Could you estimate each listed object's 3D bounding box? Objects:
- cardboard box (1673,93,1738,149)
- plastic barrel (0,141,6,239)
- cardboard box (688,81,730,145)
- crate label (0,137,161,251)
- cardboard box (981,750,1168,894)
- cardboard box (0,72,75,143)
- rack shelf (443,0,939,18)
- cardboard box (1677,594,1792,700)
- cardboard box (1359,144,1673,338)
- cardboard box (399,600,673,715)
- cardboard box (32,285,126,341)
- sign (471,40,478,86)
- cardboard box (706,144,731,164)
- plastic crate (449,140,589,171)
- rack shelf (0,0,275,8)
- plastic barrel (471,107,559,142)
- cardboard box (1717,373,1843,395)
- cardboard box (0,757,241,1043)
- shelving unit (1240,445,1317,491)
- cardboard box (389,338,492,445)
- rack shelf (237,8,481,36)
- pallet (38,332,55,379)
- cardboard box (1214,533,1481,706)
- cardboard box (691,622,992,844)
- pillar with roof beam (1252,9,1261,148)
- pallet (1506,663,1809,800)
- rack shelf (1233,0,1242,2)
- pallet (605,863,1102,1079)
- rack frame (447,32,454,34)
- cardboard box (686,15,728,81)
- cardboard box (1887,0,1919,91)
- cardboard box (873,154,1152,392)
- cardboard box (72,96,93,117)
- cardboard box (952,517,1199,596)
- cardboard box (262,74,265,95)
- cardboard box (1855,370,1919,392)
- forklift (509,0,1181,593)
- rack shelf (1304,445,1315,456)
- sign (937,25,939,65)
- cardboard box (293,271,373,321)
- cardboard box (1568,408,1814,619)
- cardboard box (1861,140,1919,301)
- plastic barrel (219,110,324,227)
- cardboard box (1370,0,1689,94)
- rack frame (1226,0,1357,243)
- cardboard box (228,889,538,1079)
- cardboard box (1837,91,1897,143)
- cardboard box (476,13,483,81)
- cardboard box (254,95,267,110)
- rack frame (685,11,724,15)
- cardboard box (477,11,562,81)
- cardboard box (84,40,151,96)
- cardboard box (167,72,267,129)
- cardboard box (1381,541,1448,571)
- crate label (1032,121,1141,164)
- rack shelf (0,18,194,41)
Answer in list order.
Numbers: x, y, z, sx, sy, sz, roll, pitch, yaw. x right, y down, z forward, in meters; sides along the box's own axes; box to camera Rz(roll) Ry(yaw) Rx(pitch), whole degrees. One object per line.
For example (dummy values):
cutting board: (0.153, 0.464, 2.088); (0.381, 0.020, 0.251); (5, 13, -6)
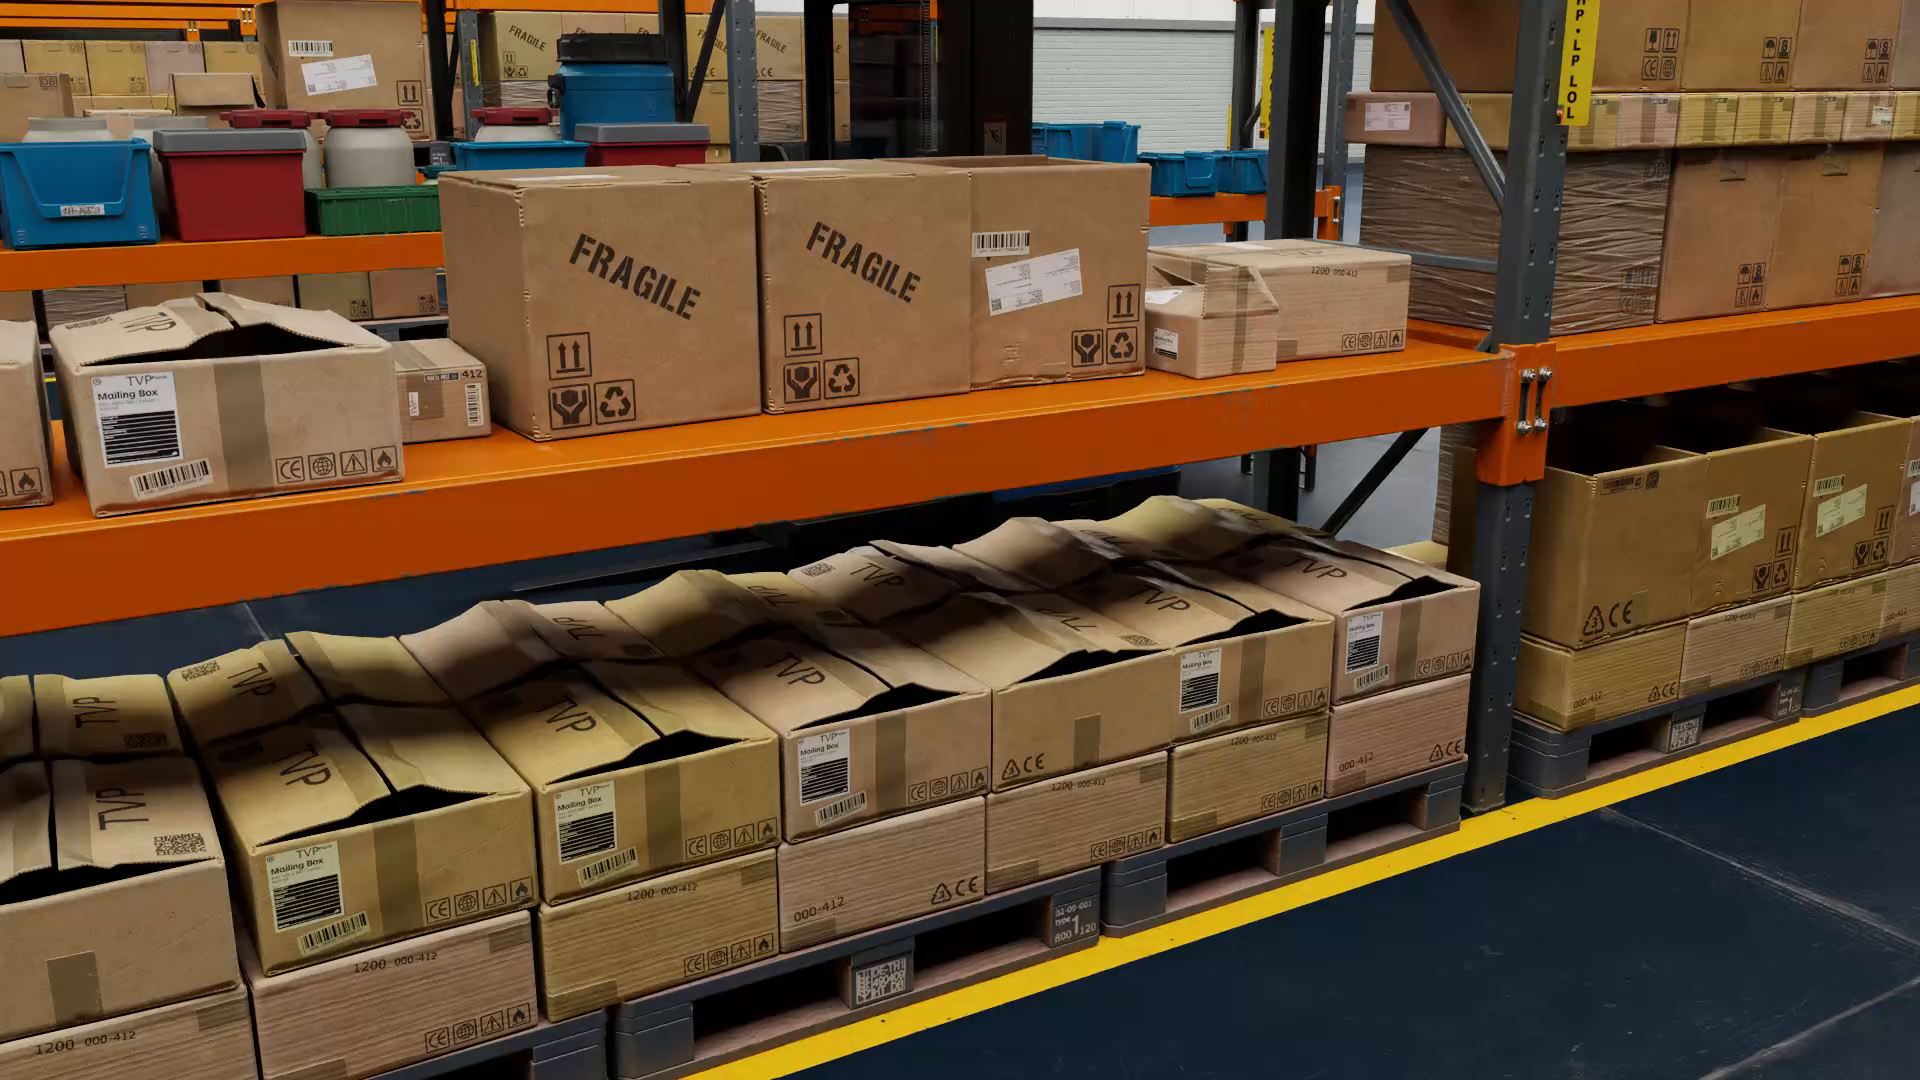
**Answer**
cardboard box: (1.998, -1.219, 4.812); (0.250, 0.149, 0.380); (-10, 18, -31)
plastic barrel: (-4.502, -1.585, 7.255); (0.708, 0.536, 0.600); (-9, 18, -30)
cardboard box: (-2.175, -3.541, 13.747); (0.500, 0.500, 0.875); (-9, 18, -30)
crate label: (-3.753, -1.477, 7.057); (0.616, 0.435, 0.502); (-9, 18, -30)
cardboard box: (0.154, 0.593, 4.052); (0.500, 0.250, 0.500); (-9, 18, -28)
cardboard box: (-6.425, -2.966, 11.471); (0.500, 0.500, 0.700); (-6, 17, -22)
rack shelf: (-2.151, -4.463, 13.548); (4.000, 0.370, 1.077); (-9, 18, -30)
cardboard box: (2.218, 0.265, 5.224); (0.500, 0.250, 0.500); (-9, 18, -30)
cardboard box: (1.610, -0.906, 4.898); (0.500, 0.500, 0.700); (-10, 18, -31)
cardboard box: (-0.998, 0.340, 3.915); (0.500, 0.311, 0.500); (-9, 18, -30)
cardboard box: (-6.262, -1.717, 11.793); (0.500, 0.500, 0.700); (-11, 19, -34)
sign: (-3.577, -3.516, 12.252); (0.005, 0.325, 0.100); (-9, 18, -30)
cardboard box: (-2.057, -3.183, 13.673); (0.250, 0.149, 0.380); (-9, 18, -30)
plastic crate: (-2.100, -1.708, 7.975); (0.575, 0.384, 0.392); (-9, 18, -30)
rack shelf: (-8.048, -5.068, 15.709); (4.000, 0.370, 1.077); (-9, 18, -30)
plastic barrel: (-2.248, -1.924, 8.465); (0.433, 0.535, 0.433); (0, 16, 0)
cardboard box: (2.800, -0.359, 6.059); (0.500, 0.500, 0.500); (-9, 18, -30)
cardboard box: (-1.596, 0.609, 2.959); (0.500, 0.311, 0.500); (-9, 18, -28)
shelving unit: (1.196, -0.767, 8.061); (1.048, 1.125, 0.538); (-10, 19, -33)
cardboard box: (-1.132, -0.308, 3.415); (0.250, 0.149, 0.380); (-8, 17, -26)
rack shelf: (-7.255, -6.756, 21.728); (4.000, 0.370, 1.077); (-9, 18, -30)
pallet: (-6.624, -1.296, 11.644); (1.213, 0.211, 1.003); (-9, 18, -30)
cardboard box: (1.033, 0.180, 4.487); (0.500, 0.311, 0.500); (-9, 18, -30)
cardboard box: (-0.271, 0.392, 3.733); (0.500, 0.311, 0.500); (-9, 18, -30)
pillar with roof beam: (8.485, -11.590, 32.084); (0.400, 9.000, 9.100); (-9, 18, -30)
pallet: (1.936, 0.447, 5.422); (1.213, 0.211, 1.003); (-9, 18, -30)
rack shelf: (0.399, -3.317, 9.460); (4.000, 0.370, 1.077); (-9, 18, -30)
pallet: (-0.426, 0.830, 4.056); (1.213, 0.211, 1.003); (-9, 18, -30)
rack frame: (-8.100, -7.084, 27.122); (0.127, 3.000, 1.000); (-9, 18, -30)
cardboard box: (-2.070, -3.975, 13.443); (0.500, 0.500, 0.500); (-9, 18, -30)
cardboard box: (2.900, -1.740, 5.469); (0.500, 0.500, 0.700); (-9, 18, -30)
cardboard box: (0.115, -0.666, 4.044); (0.500, 0.500, 0.500); (-8, 17, -26)
cardboard box: (-8.372, -3.882, 15.515); (0.500, 0.500, 0.500); (-9, 18, -30)
cardboard box: (0.318, 0.126, 4.682); (0.500, 0.311, 0.500); (-9, 18, -30)
cardboard box: (-6.756, -4.708, 16.609); (0.500, 0.500, 0.700); (-10, 18, -31)
cardboard box: (3.505, -0.304, 5.863); (0.500, 0.500, 0.500); (-9, 18, -30)
forklift: (-0.522, -1.316, 6.675); (3.031, 2.935, 1.130); (-10, 19, -33)
rack shelf: (1.196, -0.531, 8.127); (1.000, 0.278, 0.538); (-10, 19, -33)
sign: (-0.168, -4.221, 14.181); (0.005, 0.325, 0.100); (-9, 18, -30)
cardboard box: (-4.822, -1.953, 12.635); (0.500, 0.500, 0.700); (-9, 18, -30)
cardboard box: (2.216, -0.097, 5.125); (0.500, 0.500, 0.500); (-9, 18, -30)
cardboard box: (2.929, -1.121, 5.665); (0.500, 0.500, 0.700); (-9, 18, -28)
plastic barrel: (-3.248, -1.762, 7.886); (0.433, 0.535, 0.433); (0, 16, 0)
cardboard box: (1.610, -1.530, 4.723); (0.500, 0.500, 0.700); (-9, 18, -29)
rack frame: (2.114, -2.497, 10.760); (0.127, 3.000, 1.000); (-9, 18, -30)
cardboard box: (-1.165, 0.809, 3.284); (0.500, 0.250, 0.500); (-10, 18, -31)
cardboard box: (2.665, -1.327, 5.201); (0.250, 0.149, 0.380); (-10, 18, -31)
cardboard box: (-3.622, -3.886, 13.126); (0.500, 0.500, 0.500); (-9, 18, -30)
cardboard box: (-7.076, -4.092, 16.265); (0.500, 0.500, 0.500); (-9, 18, -30)
rack frame: (-2.905, -4.804, 18.992); (0.127, 3.000, 1.000); (-9, 18, -30)
cardboard box: (-3.349, -3.763, 12.689); (0.500, 0.500, 0.500); (-9, 18, -30)
cardboard box: (-8.063, -4.496, 15.853); (0.500, 0.500, 0.700); (-9, 18, -30)
cardboard box: (-5.304, -3.076, 11.858); (0.637, 0.503, 0.797); (-7, 17, -24)
cardboard box: (1.518, 0.212, 5.411); (0.500, 0.250, 0.500); (-9, 18, -30)
crate label: (0.675, -2.196, 9.619); (0.616, 0.435, 0.502); (-9, 18, -30)
rack shelf: (-13.243, -7.347, 23.839); (4.000, 0.370, 1.077); (-9, 18, -30)
